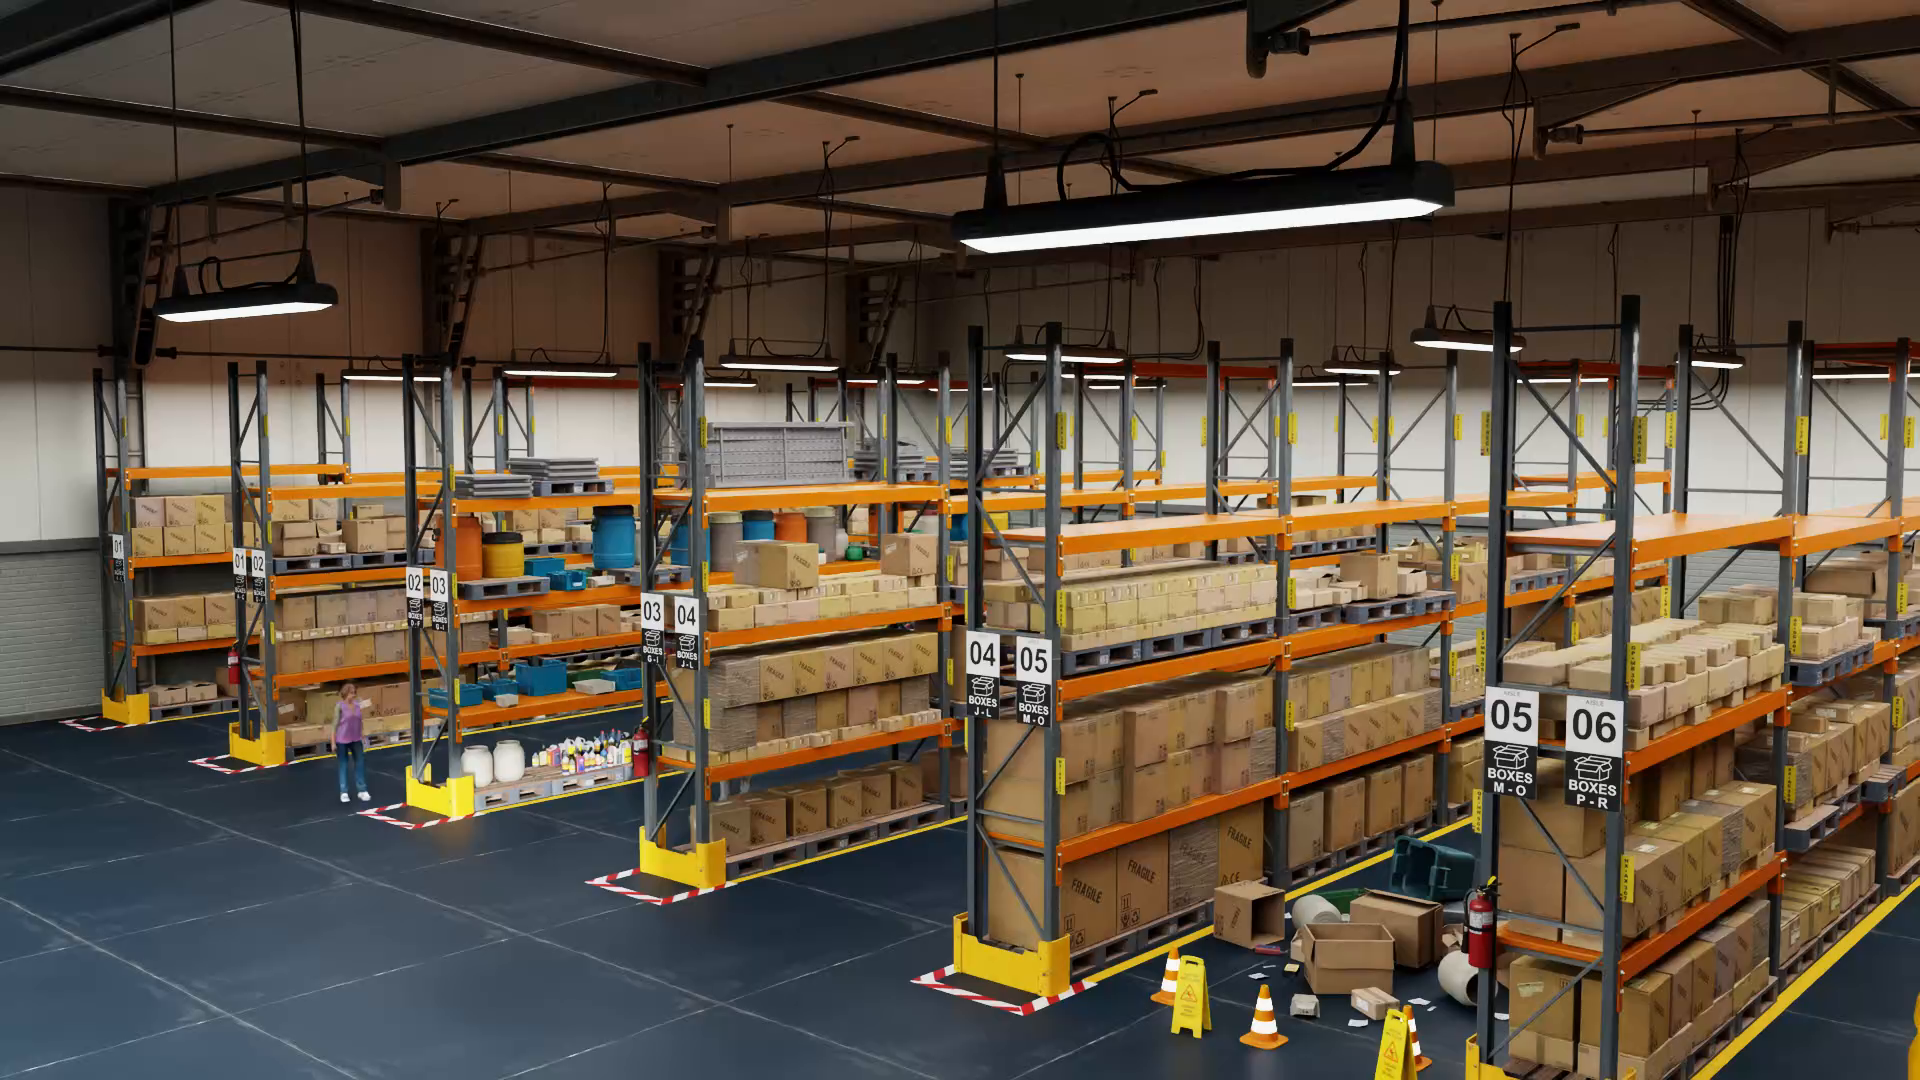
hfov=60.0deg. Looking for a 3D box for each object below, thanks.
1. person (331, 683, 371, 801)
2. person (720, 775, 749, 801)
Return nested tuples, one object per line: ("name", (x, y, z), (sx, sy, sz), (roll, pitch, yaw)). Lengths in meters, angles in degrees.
("person", (-8.239, 2.739, 22.417), (0.366, 1.628, 0.501), (4, 5, 40))
("person", (-2.894, 2.797, 21.119), (0.546, 1.741, 0.580), (0, 4, 4))
